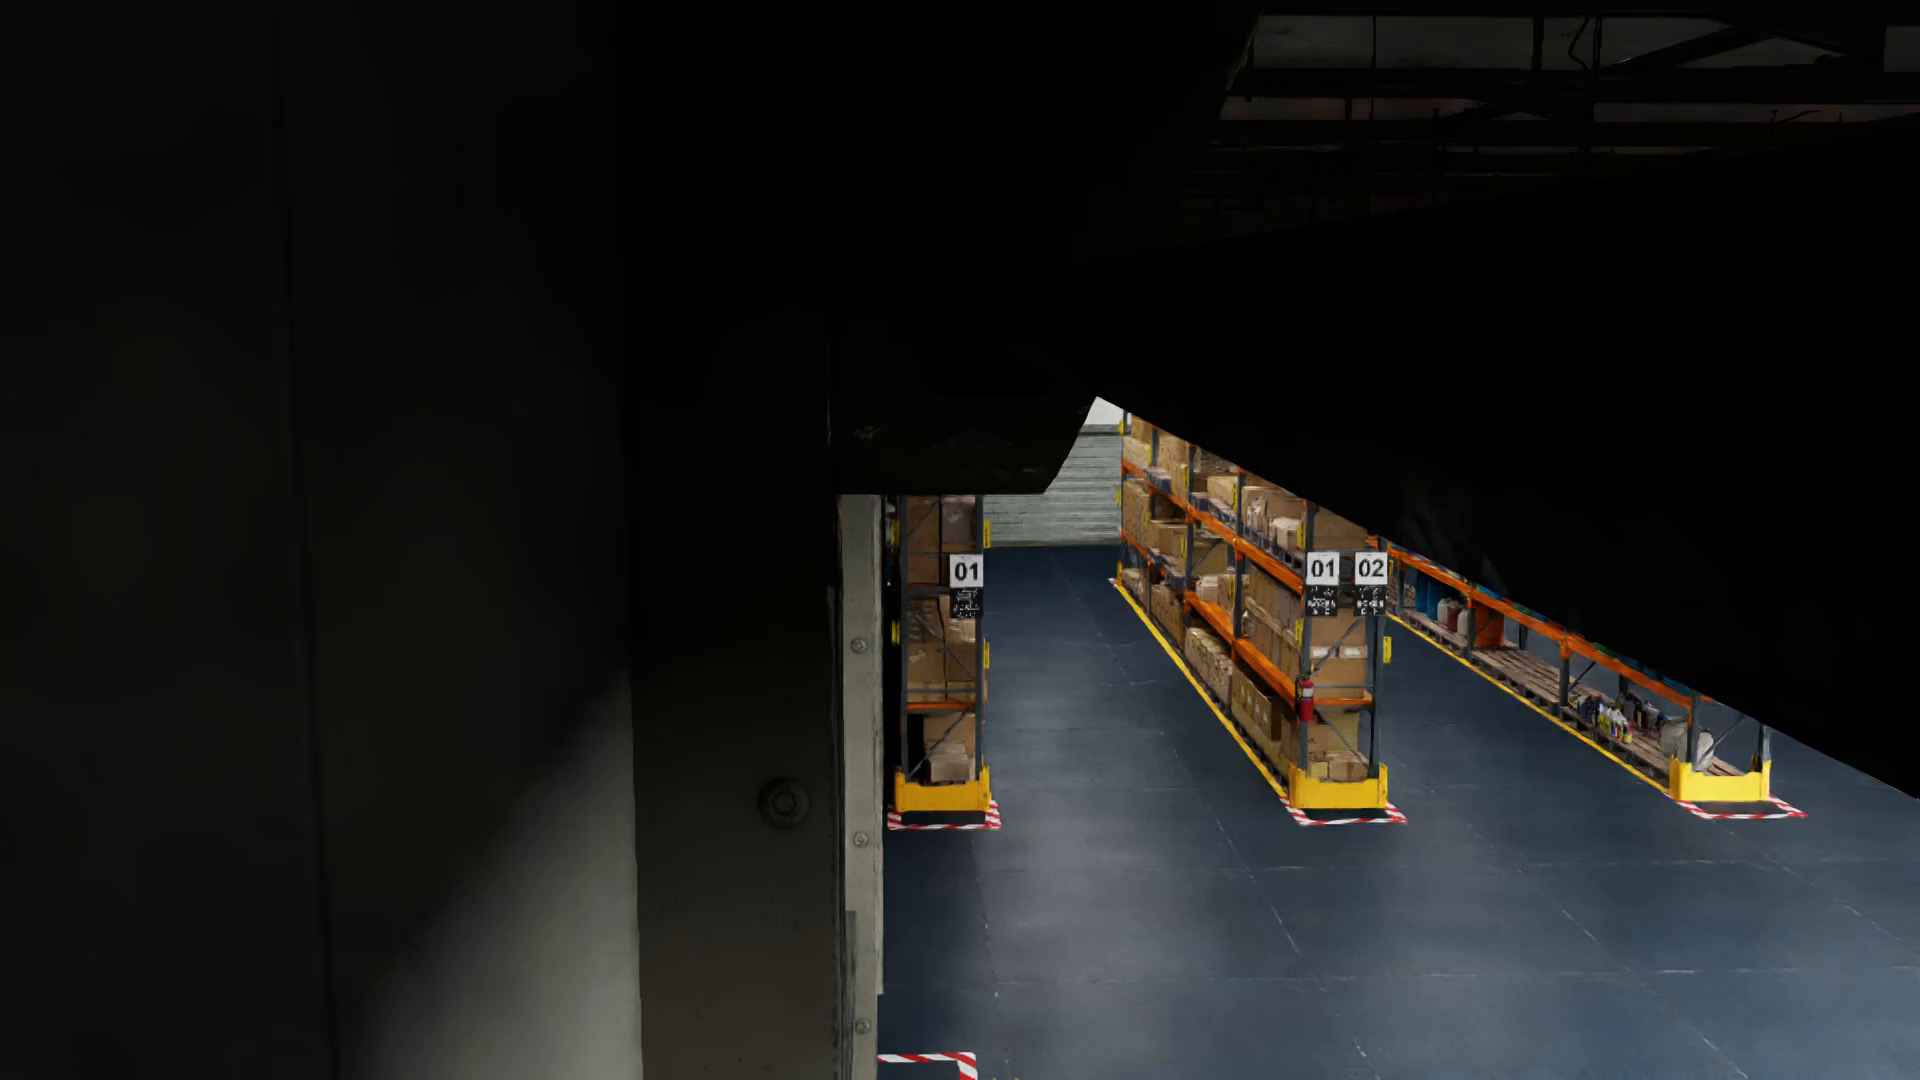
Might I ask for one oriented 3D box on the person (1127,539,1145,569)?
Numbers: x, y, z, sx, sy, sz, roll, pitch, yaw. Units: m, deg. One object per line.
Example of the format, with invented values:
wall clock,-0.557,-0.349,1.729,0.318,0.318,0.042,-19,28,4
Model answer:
person,4.064,-0.140,38.081,0.592,1.751,0.569,6,10,33
